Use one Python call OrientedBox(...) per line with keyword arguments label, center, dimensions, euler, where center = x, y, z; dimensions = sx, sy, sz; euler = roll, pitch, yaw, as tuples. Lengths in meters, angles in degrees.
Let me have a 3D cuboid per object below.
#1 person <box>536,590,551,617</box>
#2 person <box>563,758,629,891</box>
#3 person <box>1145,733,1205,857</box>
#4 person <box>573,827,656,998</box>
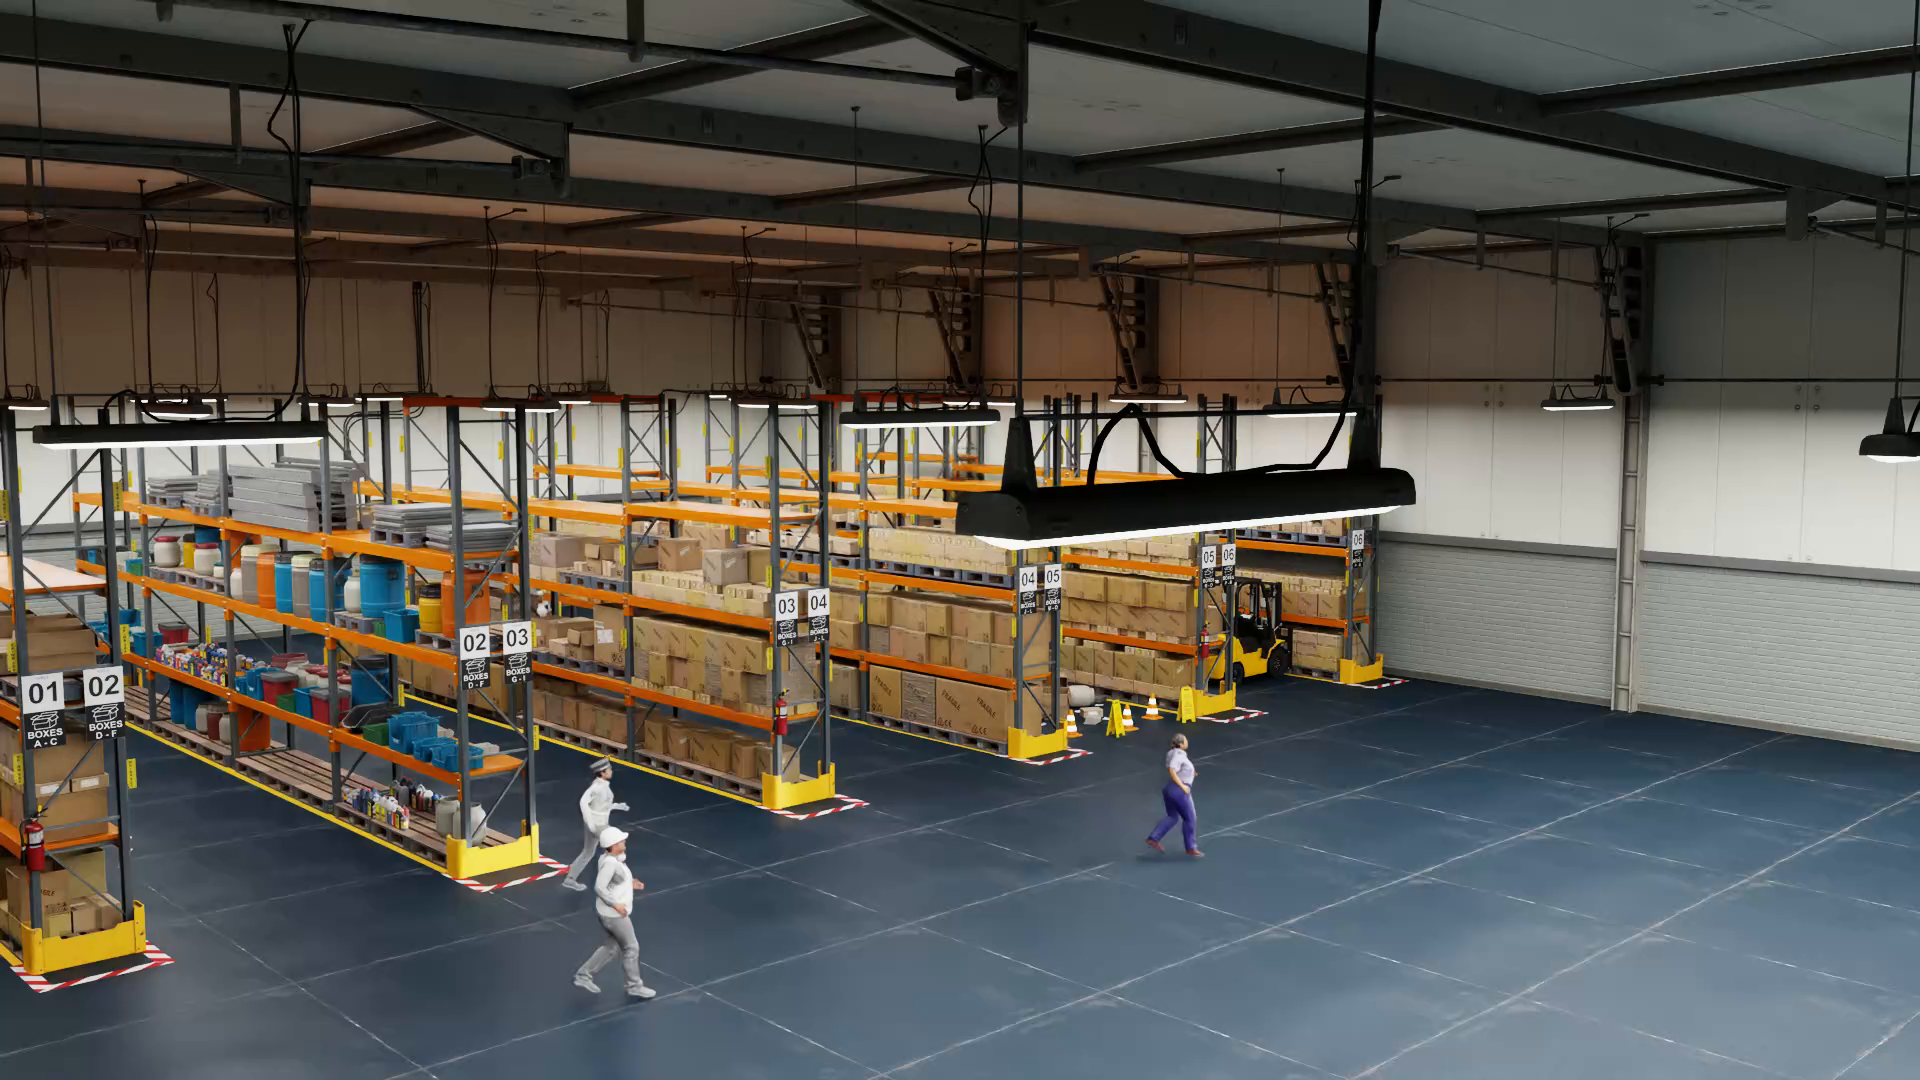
OrientedBox(label="person", center=(-9.302, 1.951, 36.898), dimensions=(0.598, 1.680, 0.689), euler=(-5, 7, -40))
OrientedBox(label="person", center=(-4.479, 3.537, 20.462), dimensions=(0.829, 1.724, 0.525), euler=(-2, 6, -20))
OrientedBox(label="person", center=(2.873, 3.387, 22.036), dimensions=(0.799, 1.673, 0.578), euler=(-1, 6, -14))
OrientedBox(label="person", center=(-3.532, 3.805, 16.955), dimensions=(0.820, 1.790, 0.661), euler=(-2, 6, -20))
